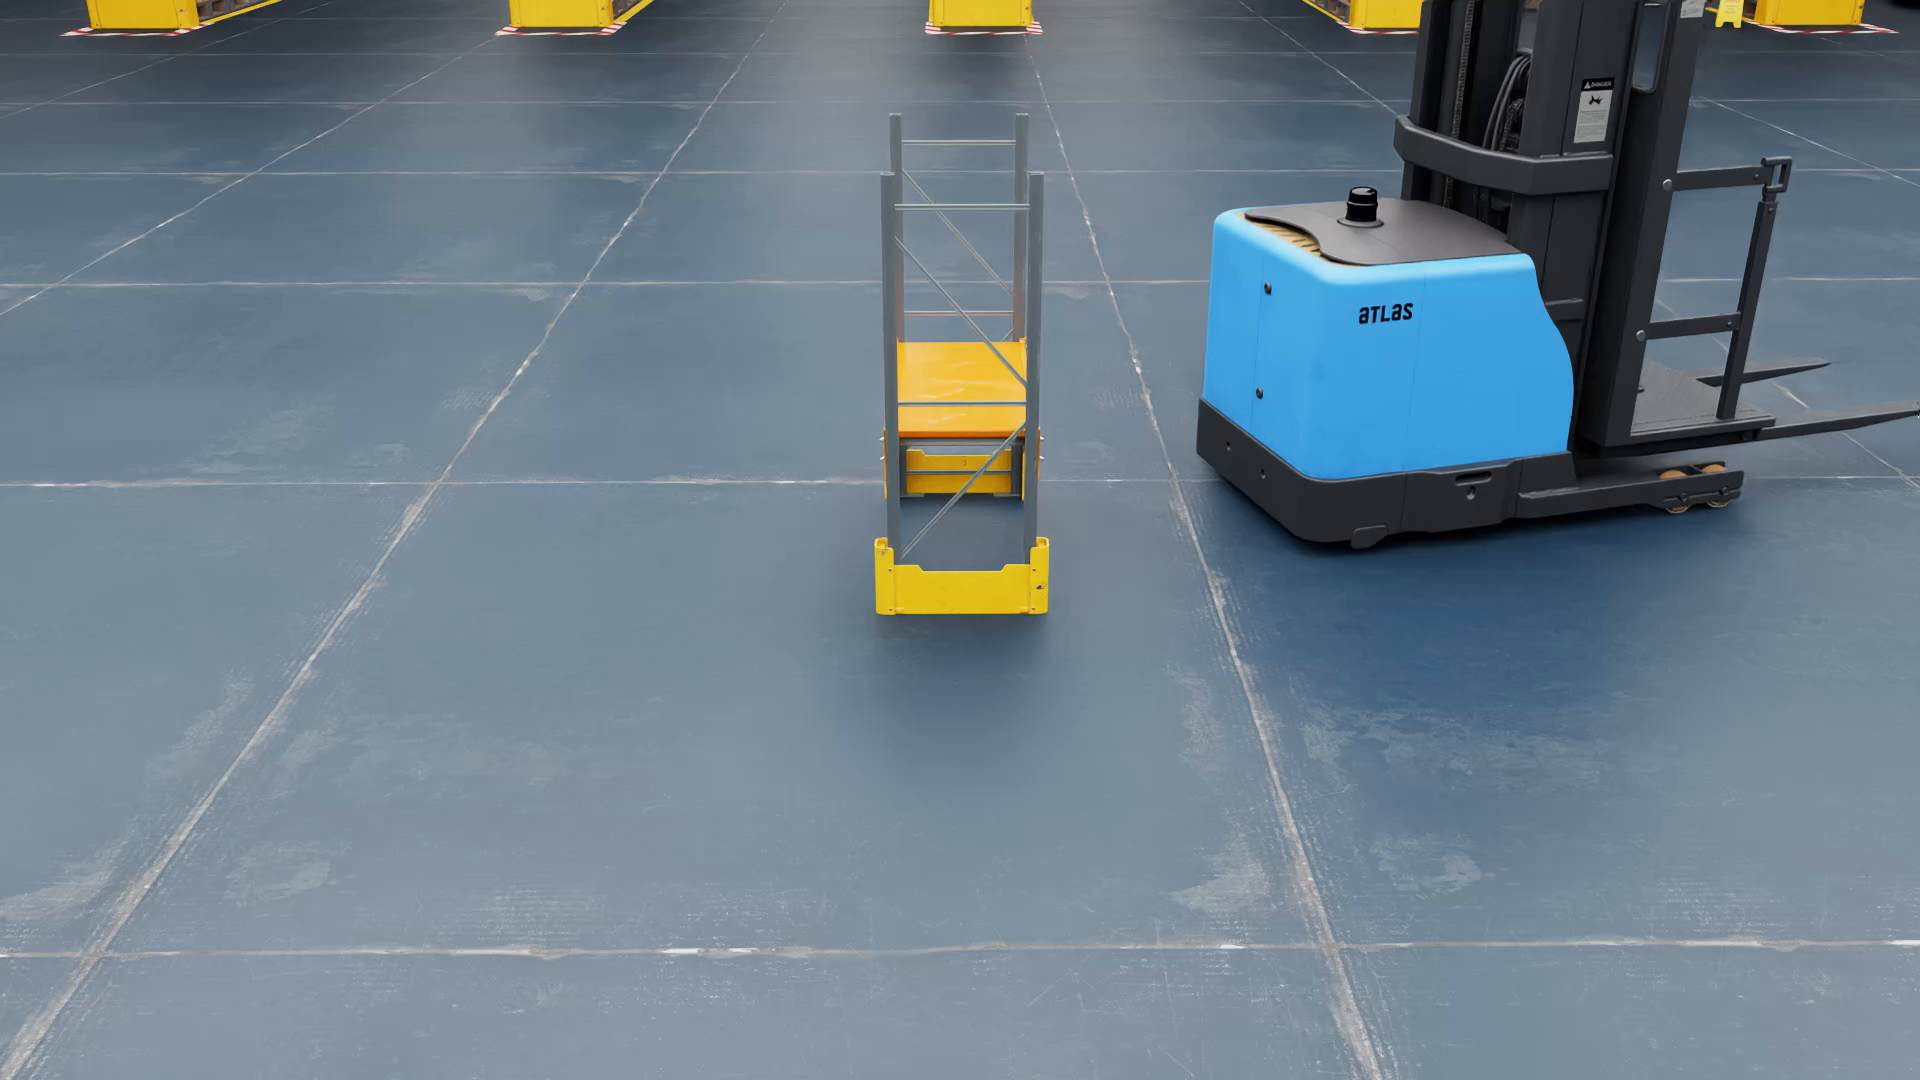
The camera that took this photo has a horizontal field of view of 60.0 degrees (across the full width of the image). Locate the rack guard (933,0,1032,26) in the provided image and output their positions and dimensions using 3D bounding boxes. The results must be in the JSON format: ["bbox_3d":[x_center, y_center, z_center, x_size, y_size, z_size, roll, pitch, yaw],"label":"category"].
[{"bbox_3d":[0.262,-6.395,19.782,1.175,0.500,0.348,0,24,-1],"label":"rack guard"}]

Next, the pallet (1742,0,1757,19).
[{"bbox_3d":[10.198,-6.643,20.681,1.003,0.211,1.213,0,24,-1],"label":"pallet"}]

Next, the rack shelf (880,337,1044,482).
[{"bbox_3d":[0.001,-0.484,5.937,0.538,0.185,1.000,0,24,-1],"label":"rack shelf"}]

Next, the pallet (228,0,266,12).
[{"bbox_3d":[-9.703,-7.005,21.483,1.003,0.211,1.213,0,24,-1],"label":"pallet"}]

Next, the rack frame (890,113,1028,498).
[{"bbox_3d":[-0.005,-0.858,6.326,0.500,1.500,0.032,0,24,-1],"label":"rack frame"}]

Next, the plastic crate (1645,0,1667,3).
[{"bbox_3d":[9.326,-7.214,22.104,0.402,0.080,0.583,-9,26,-19],"label":"plastic crate"}]

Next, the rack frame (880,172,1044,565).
[{"bbox_3d":[0.006,-0.439,5.400,0.500,1.500,0.032,0,24,-1],"label":"rack frame"}]

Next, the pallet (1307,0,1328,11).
[{"bbox_3d":[5.127,-7.043,21.566,1.003,0.211,1.213,0,24,-1],"label":"pallet"}]

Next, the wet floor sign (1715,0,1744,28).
[{"bbox_3d":[9.105,-6.391,19.598,0.267,0.644,0.232,8,26,18],"label":"wet floor sign"}]

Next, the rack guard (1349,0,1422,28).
[{"bbox_3d":[5.224,-6.334,19.649,1.175,0.500,0.348,0,24,-1],"label":"rack guard"}]

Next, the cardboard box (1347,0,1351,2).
[{"bbox_3d":[5.150,-6.985,20.124,0.875,0.875,0.875,0,24,0],"label":"cardboard box"}]

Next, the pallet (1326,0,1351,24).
[{"bbox_3d":[5.137,-6.542,20.458,1.003,0.211,1.213,0,24,-1],"label":"pallet"}]

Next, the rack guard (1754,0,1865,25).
[{"bbox_3d":[10.172,-6.439,19.881,1.175,0.500,0.348,0,24,-1],"label":"rack guard"}]

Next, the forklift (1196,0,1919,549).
[{"bbox_3d":[2.552,-1.638,6.316,3.031,2.935,1.130,-7,25,-16],"label":"forklift"}]

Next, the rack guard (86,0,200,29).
[{"bbox_3d":[-9.642,-6.311,19.596,1.175,0.500,0.348,0,24,-1],"label":"rack guard"}]

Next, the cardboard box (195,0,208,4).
[{"bbox_3d":[-9.426,-6.620,20.074,0.500,0.250,0.500,0,24,-1],"label":"cardboard box"}]

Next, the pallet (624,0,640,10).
[{"bbox_3d":[-4.751,-7.077,21.641,1.003,0.211,1.213,0,24,-1],"label":"pallet"}]

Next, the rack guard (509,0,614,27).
[{"bbox_3d":[-4.737,-6.372,19.733,1.175,0.500,0.348,0,24,-1],"label":"rack guard"}]

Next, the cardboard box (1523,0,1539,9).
[{"bbox_3d":[7.622,-7.122,21.386,0.797,0.503,0.637,-19,31,-36],"label":"cardboard box"}]

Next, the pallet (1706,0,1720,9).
[{"bbox_3d":[10.188,-7.144,21.790,1.003,0.211,1.213,0,24,-1],"label":"pallet"}]

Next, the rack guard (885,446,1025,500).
[{"bbox_3d":[-0.005,-0.288,6.583,0.587,0.250,0.087,0,24,-1],"label":"rack guard"}]

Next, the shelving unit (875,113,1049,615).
[{"bbox_3d":[0.001,-0.652,5.871,0.587,1.500,1.083,0,24,-1],"label":"shelving unit"}]

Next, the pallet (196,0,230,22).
[{"bbox_3d":[-9.693,-6.504,20.374,1.003,0.211,1.213,0,24,-1],"label":"pallet"}]

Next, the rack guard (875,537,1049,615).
[{"bbox_3d":[0.006,0.123,5.675,0.587,0.250,0.087,0,24,-1],"label":"rack guard"}]

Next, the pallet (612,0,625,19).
[{"bbox_3d":[-4.741,-6.575,20.532,1.003,0.211,1.213,0,24,-1],"label":"pallet"}]
